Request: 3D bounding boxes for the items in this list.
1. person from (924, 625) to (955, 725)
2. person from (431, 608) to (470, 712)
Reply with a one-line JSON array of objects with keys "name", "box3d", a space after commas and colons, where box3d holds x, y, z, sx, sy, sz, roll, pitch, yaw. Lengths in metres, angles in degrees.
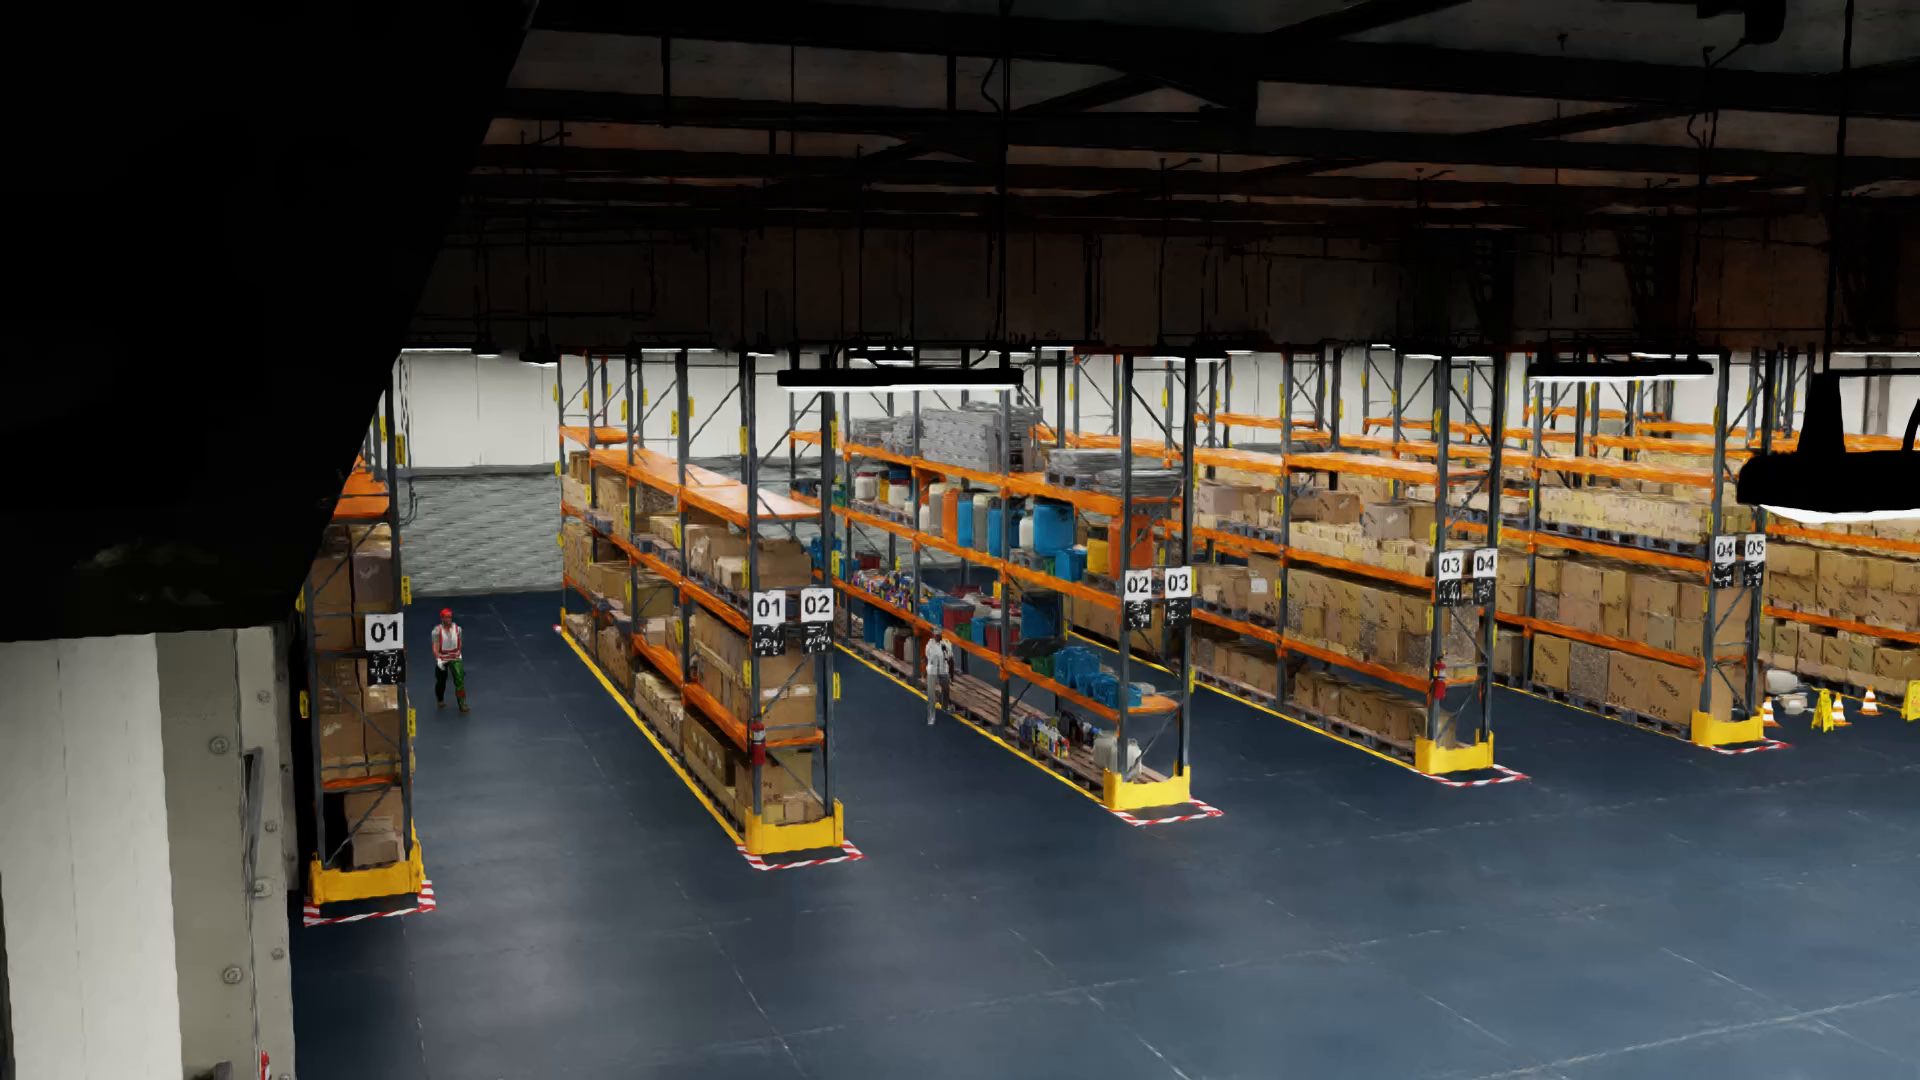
[{"name": "person", "box3d": [-0.328, 2.125, 26.843, 0.505, 1.610, 0.937, 0, 7, -1]}, {"name": "person", "box3d": [-8.469, 1.973, 27.521, 0.528, 1.728, 1.032, -4, 8, -29]}]
